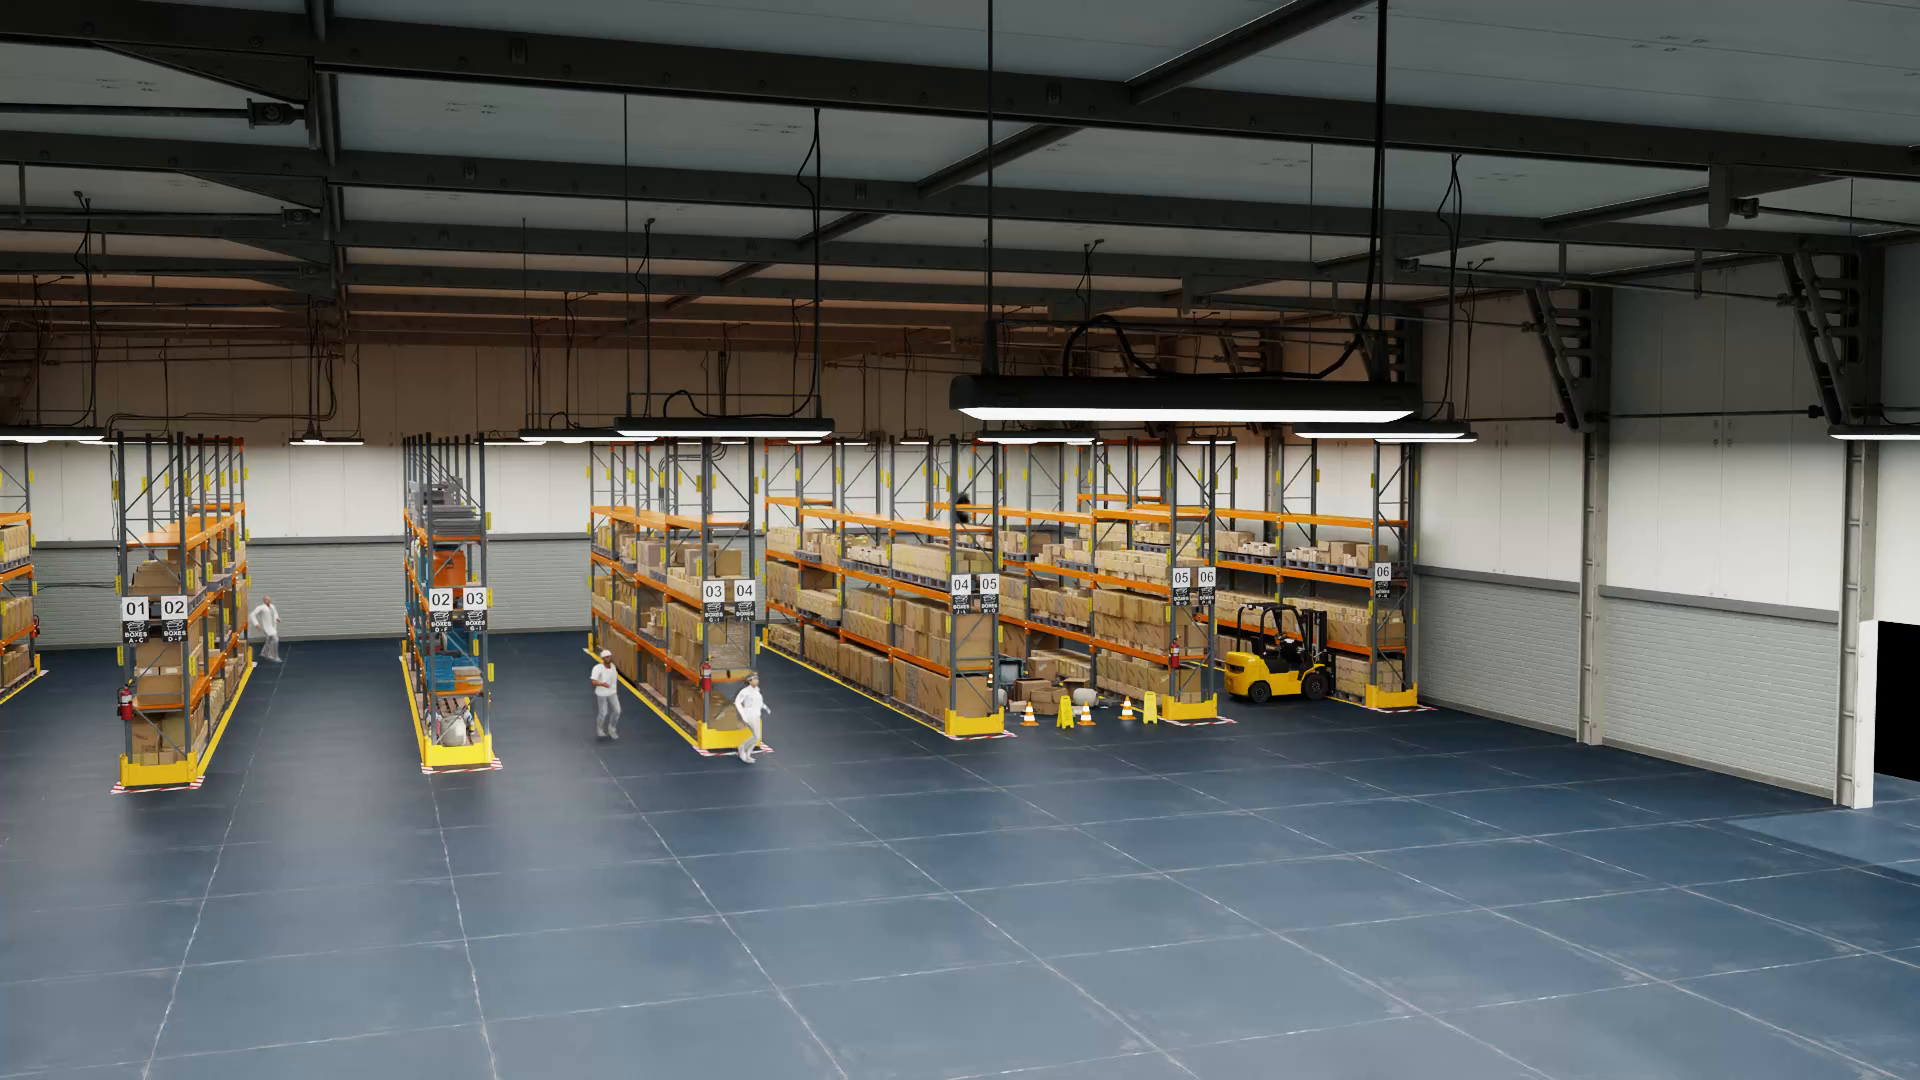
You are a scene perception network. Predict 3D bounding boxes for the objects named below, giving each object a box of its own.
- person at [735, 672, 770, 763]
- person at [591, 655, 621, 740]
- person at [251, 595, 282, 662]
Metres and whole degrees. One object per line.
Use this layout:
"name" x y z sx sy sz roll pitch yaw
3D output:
"person" -3.742 3.224 30.215 0.533 1.653 0.629 1 3 24
"person" -6.924 3.085 32.592 0.681 1.706 0.734 -3 4 -41
"person" -18.521 2.393 44.453 0.761 1.836 0.767 1 3 15
